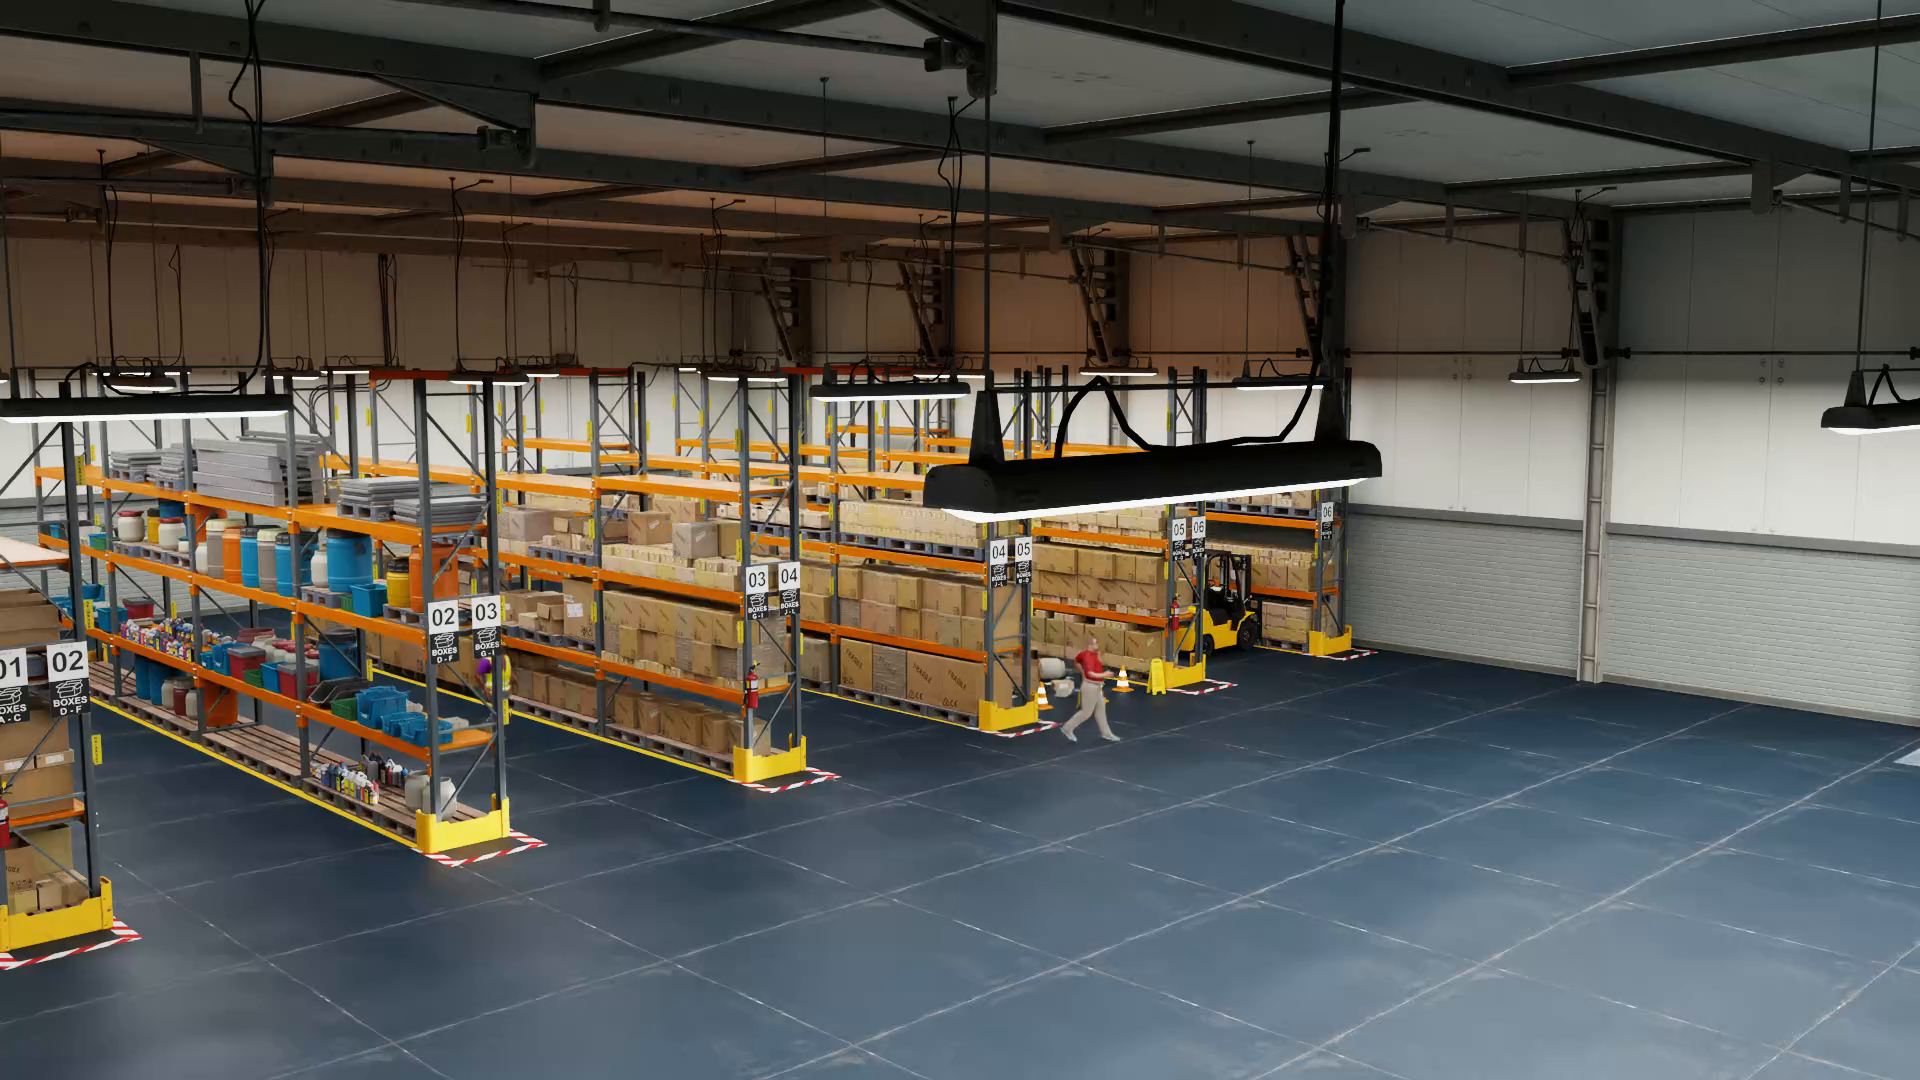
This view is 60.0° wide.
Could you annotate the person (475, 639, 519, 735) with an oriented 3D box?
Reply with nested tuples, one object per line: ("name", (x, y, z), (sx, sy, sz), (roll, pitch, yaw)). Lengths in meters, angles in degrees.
("person", (-7.449, 2.444, 26.964), (0.583, 1.708, 0.638), (4, 7, 29))

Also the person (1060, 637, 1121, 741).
("person", (2.119, 2.419, 26.858), (0.985, 1.724, 0.674), (0, 6, 3))

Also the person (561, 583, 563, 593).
("person", (-9.676, 0.845, 40.802), (0.852, 1.796, 0.681), (3, 7, 23))
